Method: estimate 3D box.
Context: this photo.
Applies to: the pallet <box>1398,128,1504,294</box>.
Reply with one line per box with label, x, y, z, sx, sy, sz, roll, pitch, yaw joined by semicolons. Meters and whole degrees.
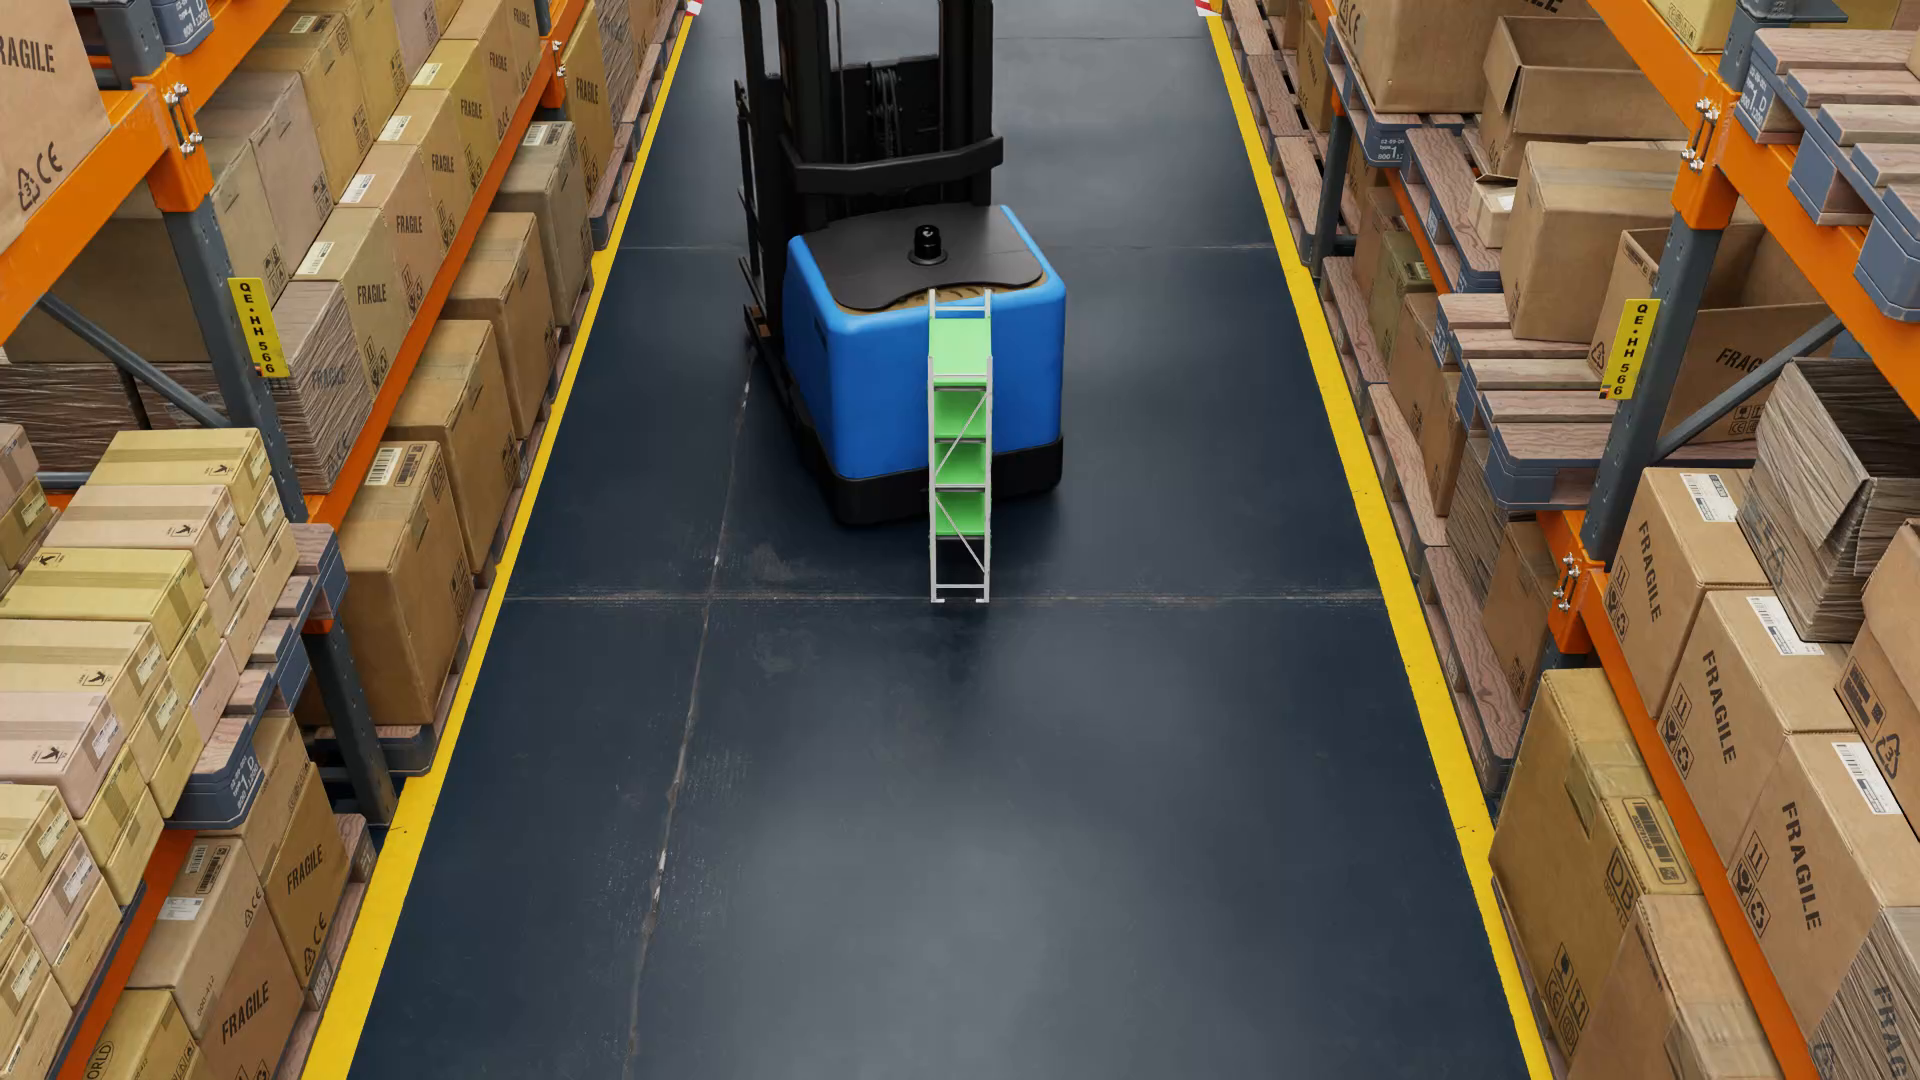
pallet;2.373;-1.279;6.601;1.003;0.211;1.213;0;39;0

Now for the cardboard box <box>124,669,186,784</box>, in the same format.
cardboard box;-2.083;0.439;3.931;0.380;0.149;0.250;0;39;0

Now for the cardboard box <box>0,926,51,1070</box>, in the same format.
cardboard box;-2.083;0.919;3.332;0.380;0.149;0.250;-1;39;-1

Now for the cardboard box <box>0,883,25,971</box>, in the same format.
cardboard box;-2.086;0.804;3.237;0.380;0.149;0.250;1;39;1

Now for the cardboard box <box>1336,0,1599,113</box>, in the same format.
cardboard box;2.273;-2.518;7.178;1.000;1.000;1.000;0;39;0

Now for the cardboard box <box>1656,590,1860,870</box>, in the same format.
cardboard box;2.148;0.472;4.183;0.500;0.500;0.500;-1;39;-1

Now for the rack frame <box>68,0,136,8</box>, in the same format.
rack frame;-2.544;-2.517;3.194;1.000;3.000;0.127;0;39;0

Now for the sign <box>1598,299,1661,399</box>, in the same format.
sign;1.874;-0.531;4.651;0.100;0.325;0.005;0;39;0

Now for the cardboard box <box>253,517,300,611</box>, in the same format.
cardboard box;-2.083;0.067;4.633;0.380;0.149;0.250;1;39;1

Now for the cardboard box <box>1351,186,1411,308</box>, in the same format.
cardboard box;2.391;-1.430;8.282;0.700;0.500;0.500;-3;39;-4

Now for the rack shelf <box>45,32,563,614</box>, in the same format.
rack shelf;-2.546;-1.146;6.856;1.077;0.370;4.000;0;39;0

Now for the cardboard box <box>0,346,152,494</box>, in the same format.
cardboard box;-2.813;-0.496;5.390;0.500;0.500;0.500;0;39;0

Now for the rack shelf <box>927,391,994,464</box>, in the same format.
rack shelf;0.000;-0.502;6.636;0.258;0.148;0.480;0;39;0

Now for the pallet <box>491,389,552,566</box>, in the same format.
pallet;-2.468;-0.342;7.507;1.003;0.211;1.213;0;39;0

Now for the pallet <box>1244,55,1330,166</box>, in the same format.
pallet;2.372;-2.714;10.468;1.003;0.211;1.213;0;39;0

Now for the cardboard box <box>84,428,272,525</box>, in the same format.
cardboard box;-2.085;-0.167;4.450;0.380;0.149;0.250;-1;39;-2

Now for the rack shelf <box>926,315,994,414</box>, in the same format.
rack shelf;0.000;-0.689;6.485;0.258;0.148;0.480;0;39;0

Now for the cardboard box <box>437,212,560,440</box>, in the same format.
cardboard box;-2.460;-0.972;7.527;1.050;0.750;0.750;0;39;0

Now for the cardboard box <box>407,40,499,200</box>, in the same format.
cardboard box;-2.279;-1.758;6.965;0.500;0.500;0.500;0;39;0

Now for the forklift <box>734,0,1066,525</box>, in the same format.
forklift;-0.472;-2.136;7.572;1.130;2.935;3.031;-11;40;-14

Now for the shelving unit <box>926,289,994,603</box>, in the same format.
shelving unit;0.000;-0.365;6.746;0.258;1.200;0.503;0;39;0

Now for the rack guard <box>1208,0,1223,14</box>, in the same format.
rack guard;2.407;-4.096;11.961;1.175;0.500;0.348;0;39;0

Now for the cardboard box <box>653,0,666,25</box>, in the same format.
cardboard box;-2.486;-4.089;11.317;0.875;0.875;0.875;0;39;0

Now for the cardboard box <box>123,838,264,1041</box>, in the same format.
cardboard box;-2.269;1.087;4.559;0.500;0.250;0.500;0;39;1

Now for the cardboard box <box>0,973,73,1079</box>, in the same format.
cardboard box;-2.083;1.039;3.420;0.380;0.149;0.250;-2;39;-2

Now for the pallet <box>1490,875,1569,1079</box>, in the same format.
pallet;2.342;1.465;5.253;1.003;0.211;1.213;0;39;0

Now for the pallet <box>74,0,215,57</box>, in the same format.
pallet;-2.597;-1.675;4.694;1.213;0.211;1.003;2;39;2

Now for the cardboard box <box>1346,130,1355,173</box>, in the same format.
cardboard box;2.443;-2.414;9.527;0.500;0.500;0.500;12;40;14

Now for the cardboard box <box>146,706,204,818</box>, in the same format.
cardboard box;-2.087;0.539;4.044;0.380;0.149;0.250;-1;39;-1

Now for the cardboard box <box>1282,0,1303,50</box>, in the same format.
cardboard box;2.426;-3.543;10.935;0.500;0.500;0.500;10;40;12

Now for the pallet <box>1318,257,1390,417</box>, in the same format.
pallet;2.414;-1.042;8.382;1.003;0.211;1.213;0;39;0

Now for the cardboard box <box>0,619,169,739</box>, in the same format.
cardboard box;-2.082;0.320;3.841;0.380;0.149;0.250;1;39;1

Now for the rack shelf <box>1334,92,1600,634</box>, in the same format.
rack shelf;2.414;-1.086;6.782;1.077;0.370;4.000;0;39;0

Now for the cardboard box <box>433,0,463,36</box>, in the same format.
cardboard box;-2.539;-2.474;7.059;0.700;0.500;0.500;-1;39;-1

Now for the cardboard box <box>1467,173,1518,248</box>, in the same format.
cardboard box;2.145;-1.270;6.208;0.396;0.266;0.258;-1;39;-1

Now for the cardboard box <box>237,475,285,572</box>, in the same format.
cardboard box;-2.088;-0.049;4.540;0.380;0.149;0.250;1;39;1

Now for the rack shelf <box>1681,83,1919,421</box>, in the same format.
rack shelf;2.419;0.245;2.722;1.077;0.370;4.000;0;39;0

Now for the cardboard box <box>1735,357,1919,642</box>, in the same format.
cardboard box;2.401;-0.089;4.081;0.797;0.503;0.637;1;39;1

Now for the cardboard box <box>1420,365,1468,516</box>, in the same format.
cardboard box;2.375;-0.433;7.038;0.700;0.500;0.500;3;39;4

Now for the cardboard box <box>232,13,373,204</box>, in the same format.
cardboard box;-2.539;-1.523;5.872;0.700;0.500;0.500;-1;39;-1

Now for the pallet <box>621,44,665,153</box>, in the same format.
pallet;-2.475;-2.829;10.612;1.003;0.211;1.213;0;39;0

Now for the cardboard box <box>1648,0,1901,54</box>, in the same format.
cardboard box;2.171;-1.525;4.476;0.500;0.250;0.500;0;39;0

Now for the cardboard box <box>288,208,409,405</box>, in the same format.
cardboard box;-2.277;-0.814;5.787;0.500;0.500;0.500;0;39;0

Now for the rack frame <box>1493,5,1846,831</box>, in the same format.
rack frame;2.417;-0.116;4.996;1.000;3.000;0.127;0;39;0

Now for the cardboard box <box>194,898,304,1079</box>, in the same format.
cardboard box;-2.284;1.372;4.802;0.500;0.500;0.500;1;39;2

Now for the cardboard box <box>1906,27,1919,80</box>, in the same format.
cardboard box;2.489;-1.109;3.418;0.797;0.503;0.637;2;39;3

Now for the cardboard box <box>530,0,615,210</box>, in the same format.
cardboard box;-2.479;-2.405;9.216;0.875;0.875;0.875;1;39;1
